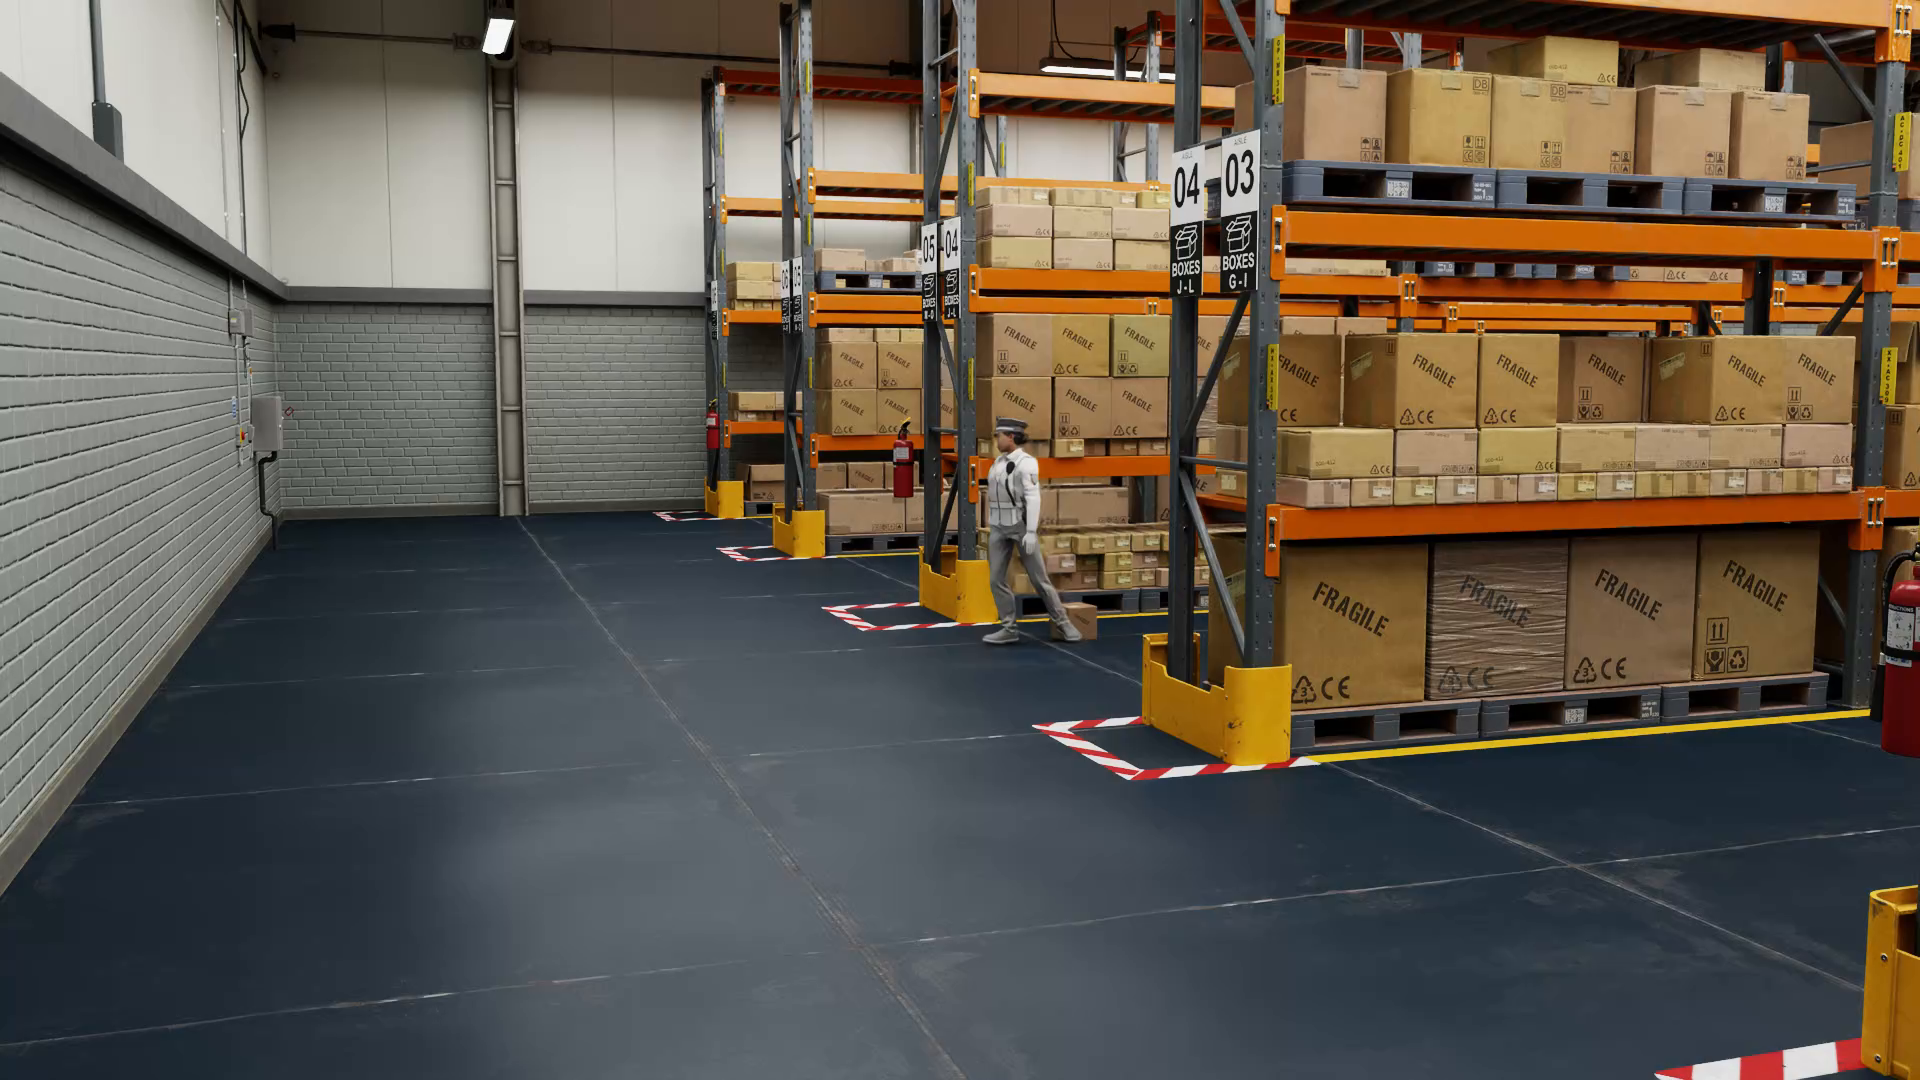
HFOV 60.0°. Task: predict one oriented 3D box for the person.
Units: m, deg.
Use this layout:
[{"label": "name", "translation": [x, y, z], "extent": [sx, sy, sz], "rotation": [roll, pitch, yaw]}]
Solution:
[{"label": "person", "translation": [0.506, -0.065, 12.172], "extent": [0.538, 1.654, 0.727], "rotation": [-6, 8, -44]}]
